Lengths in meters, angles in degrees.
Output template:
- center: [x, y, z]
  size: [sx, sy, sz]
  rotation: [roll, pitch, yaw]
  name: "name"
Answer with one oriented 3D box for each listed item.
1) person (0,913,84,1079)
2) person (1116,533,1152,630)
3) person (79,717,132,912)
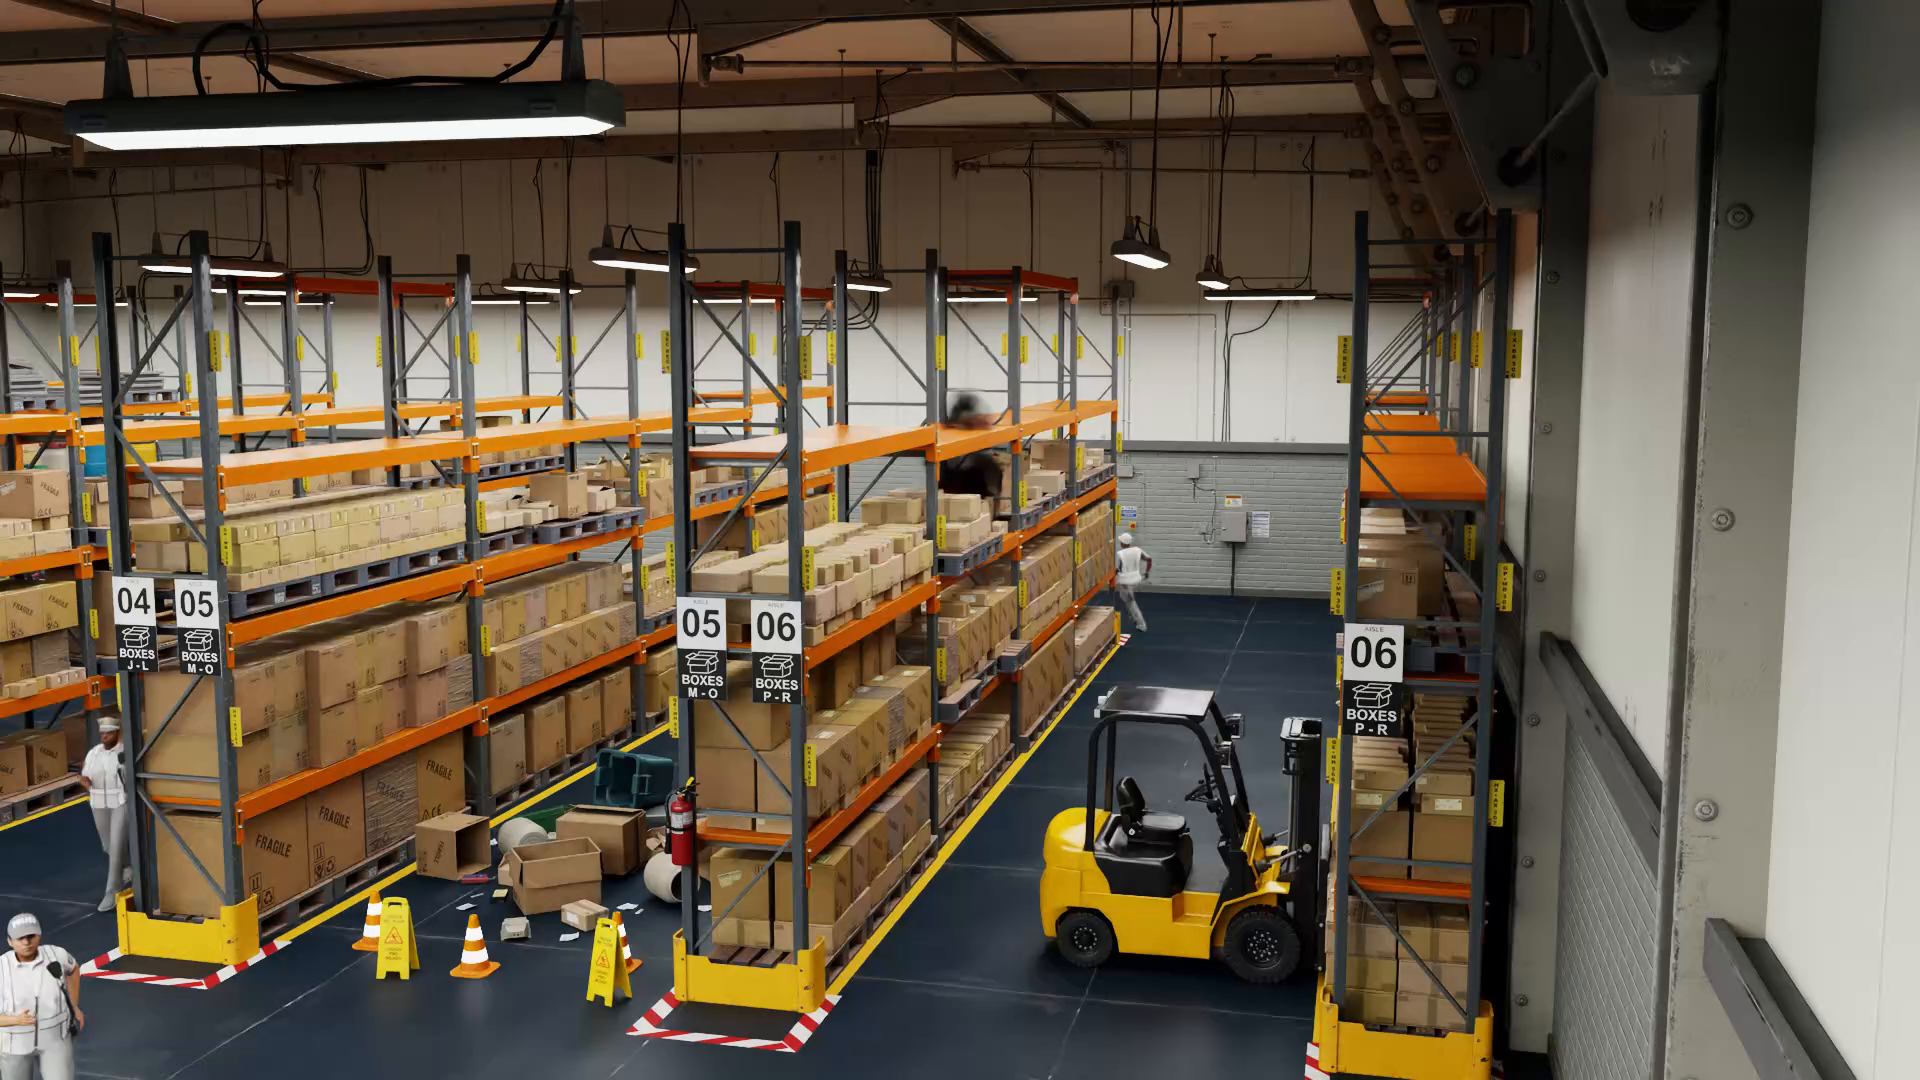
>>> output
- center: [-5.656, 3.104, 10.157]
  size: [0.580, 1.715, 0.826]
  rotation: [-5, 8, -33]
  name: "person"
- center: [2.952, 0.719, 29.298]
  size: [0.704, 1.718, 0.661]
  rotation: [-5, 9, -37]
  name: "person"
- center: [-7.761, 2.445, 15.256]
  size: [0.582, 1.694, 0.898]
  rotation: [0, 7, -2]
  name: "person"
